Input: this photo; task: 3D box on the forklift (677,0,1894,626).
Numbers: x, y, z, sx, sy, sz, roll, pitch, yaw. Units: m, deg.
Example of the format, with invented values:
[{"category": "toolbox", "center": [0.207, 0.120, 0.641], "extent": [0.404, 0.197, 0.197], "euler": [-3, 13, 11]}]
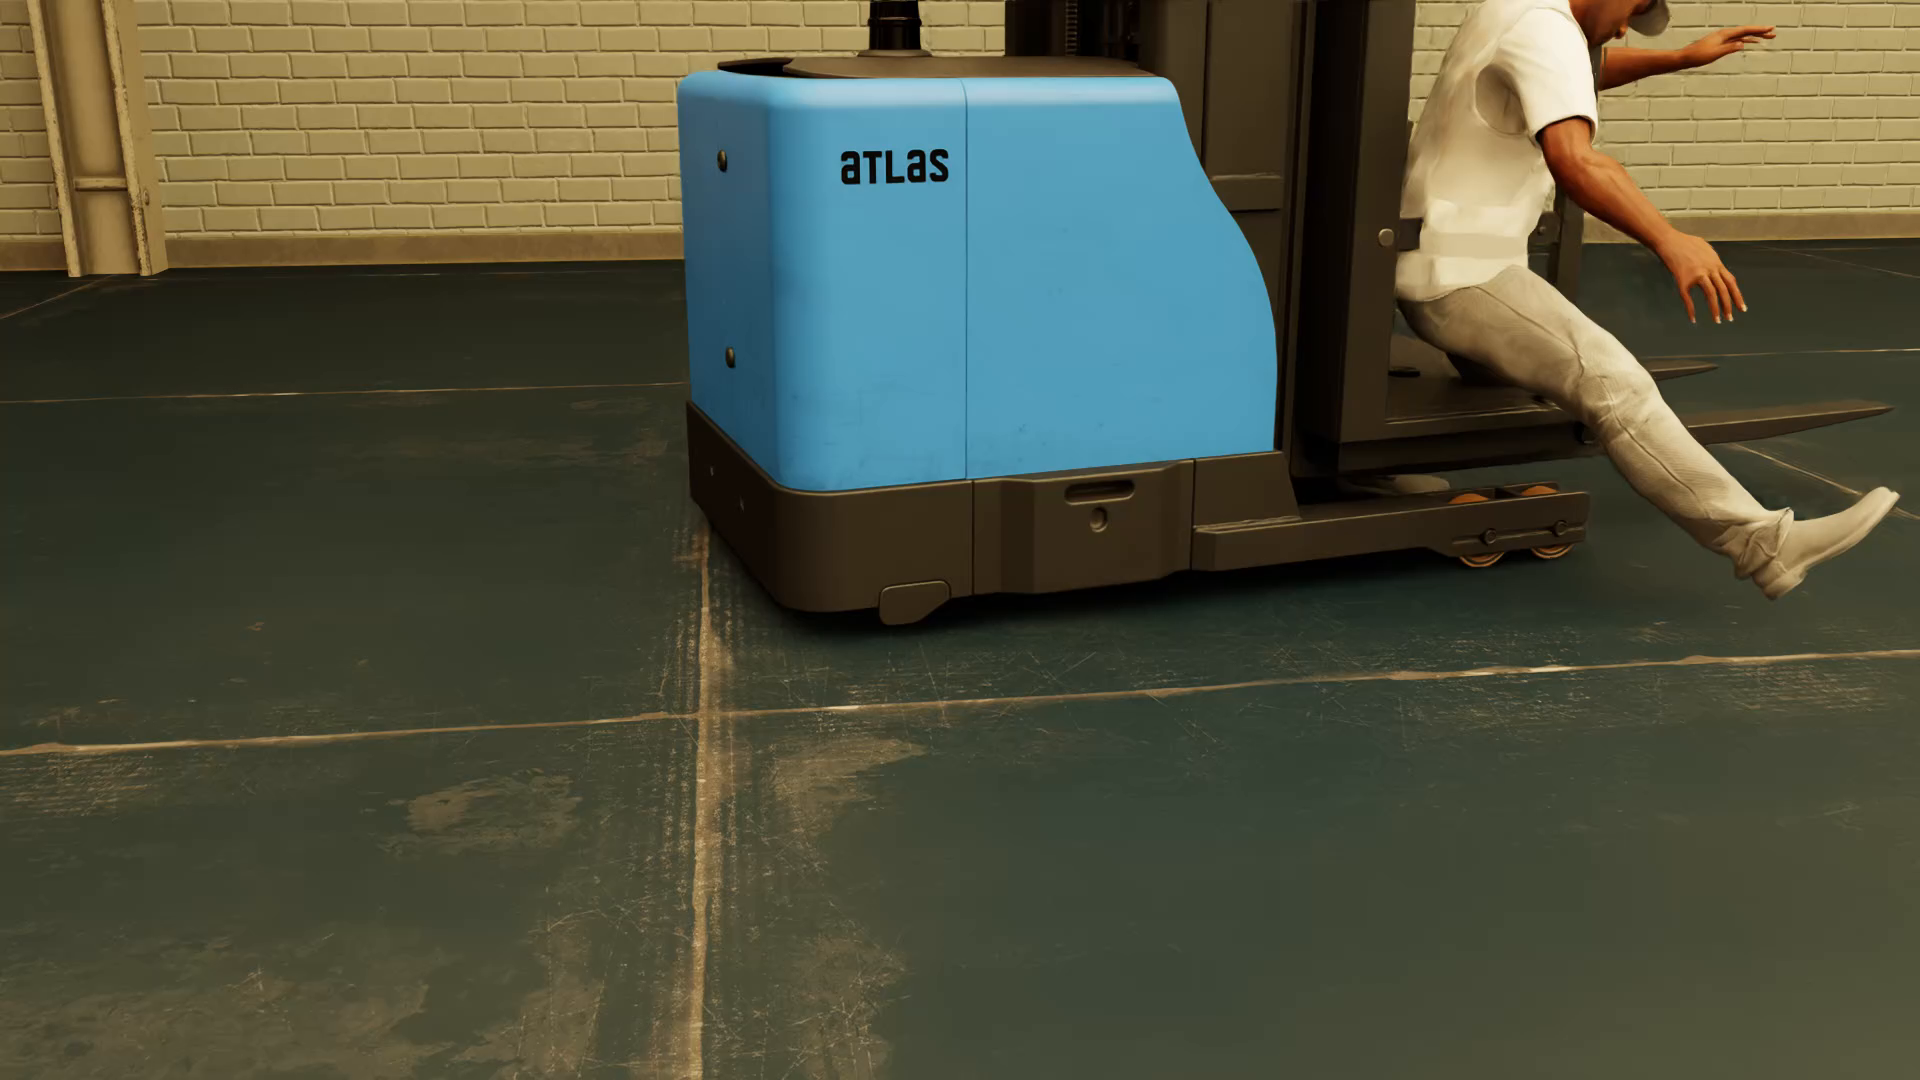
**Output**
[{"category": "forklift", "center": [0.910, -1.477, 3.786], "extent": [3.031, 2.935, 1.130], "euler": [-6, 18, -19]}]

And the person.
[{"category": "person", "center": [1.389, -0.629, 3.629], "extent": [1.121, 1.439, 1.059], "euler": [5, 18, 17]}]
